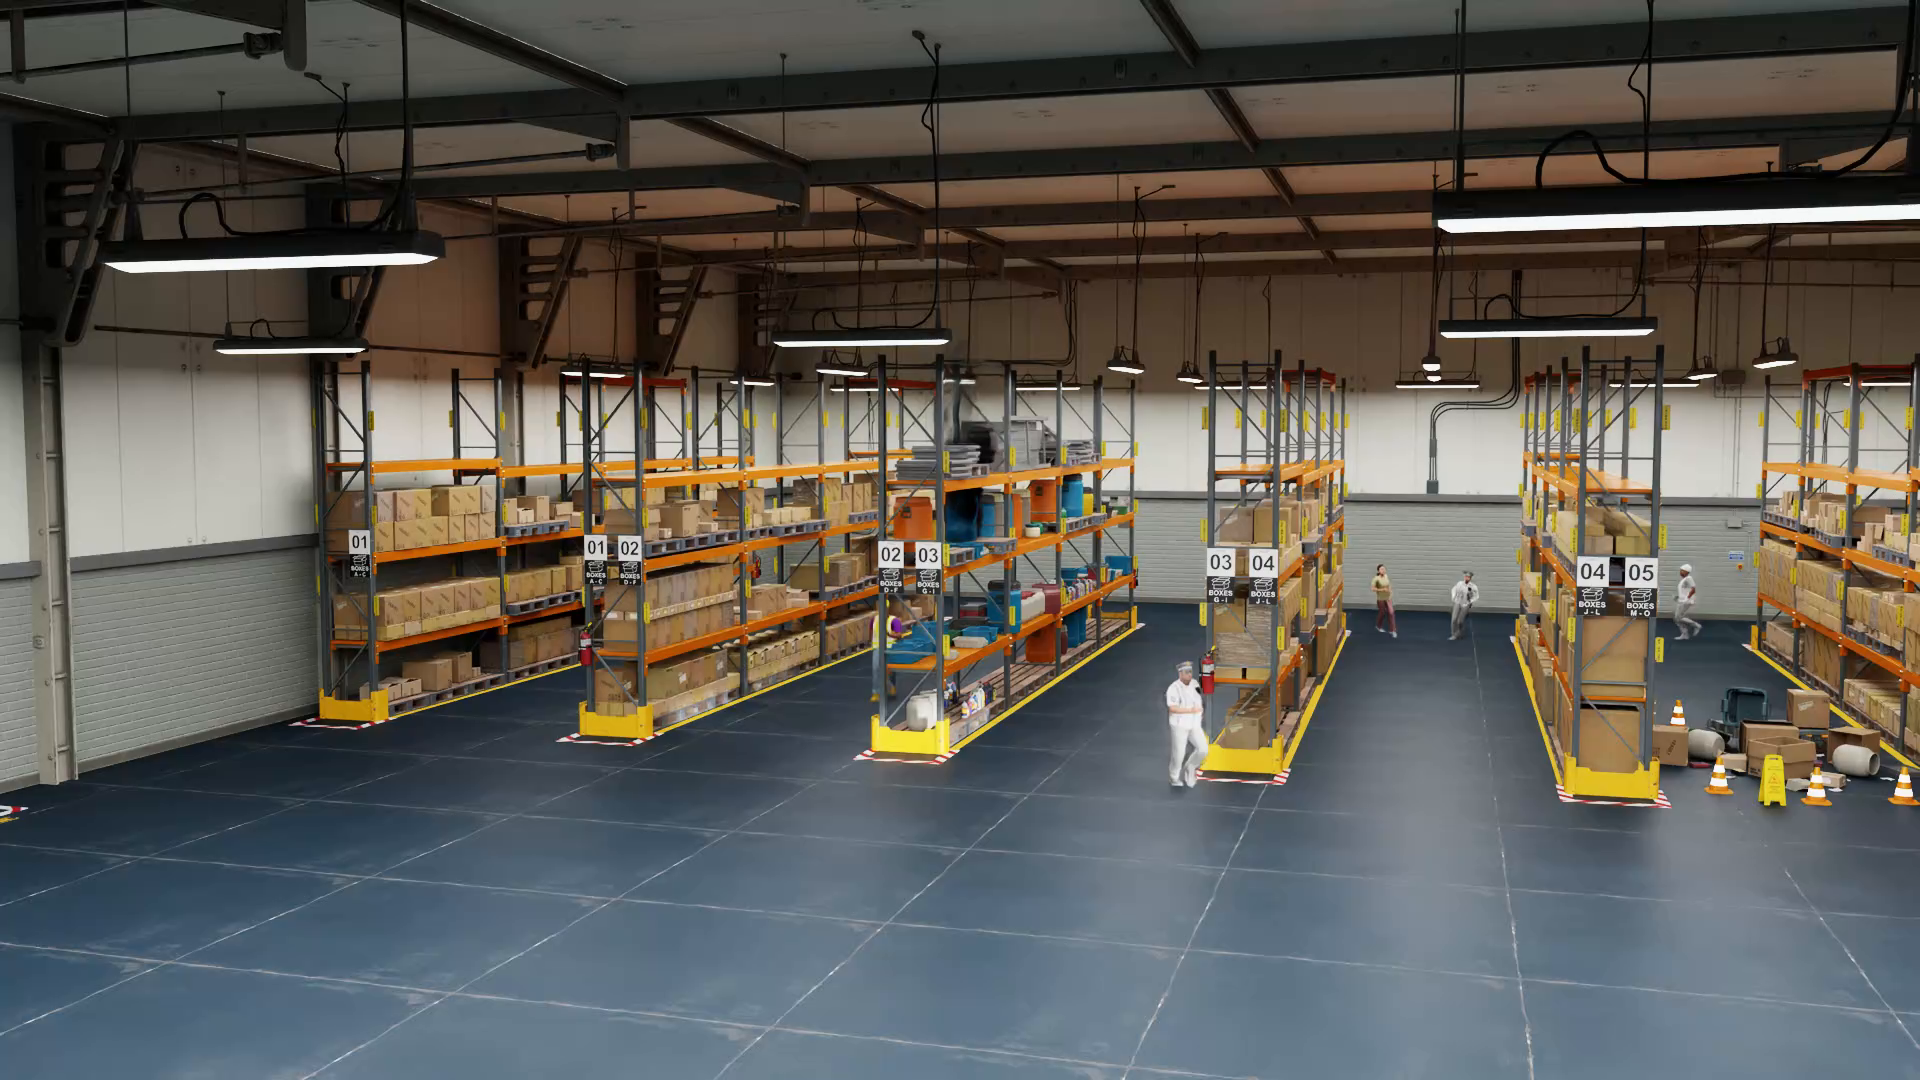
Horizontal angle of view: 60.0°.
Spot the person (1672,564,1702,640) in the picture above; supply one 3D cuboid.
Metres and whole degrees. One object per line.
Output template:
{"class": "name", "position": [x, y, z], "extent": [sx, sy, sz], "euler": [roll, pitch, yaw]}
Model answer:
{"class": "person", "position": [16.639, 1.425, 38.023], "extent": [0.627, 1.741, 0.722], "euler": [1, 4, 16]}

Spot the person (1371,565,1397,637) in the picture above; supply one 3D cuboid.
{"class": "person", "position": [9.834, 1.401, 38.781], "extent": [0.575, 1.660, 0.907], "euler": [-1, 4, -14]}

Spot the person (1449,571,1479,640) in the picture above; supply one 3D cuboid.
{"class": "person", "position": [11.539, 1.497, 38.064], "extent": [0.620, 1.616, 0.589], "euler": [3, 5, 40]}

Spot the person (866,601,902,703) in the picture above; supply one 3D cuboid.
{"class": "person", "position": [-1.363, 1.966, 29.805], "extent": [0.693, 1.776, 0.946], "euler": [1, 4, 13]}

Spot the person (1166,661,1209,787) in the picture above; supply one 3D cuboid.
{"class": "person", "position": [3.099, 2.508, 22.557], "extent": [0.657, 1.761, 0.726], "euler": [-2, 4, -24]}
